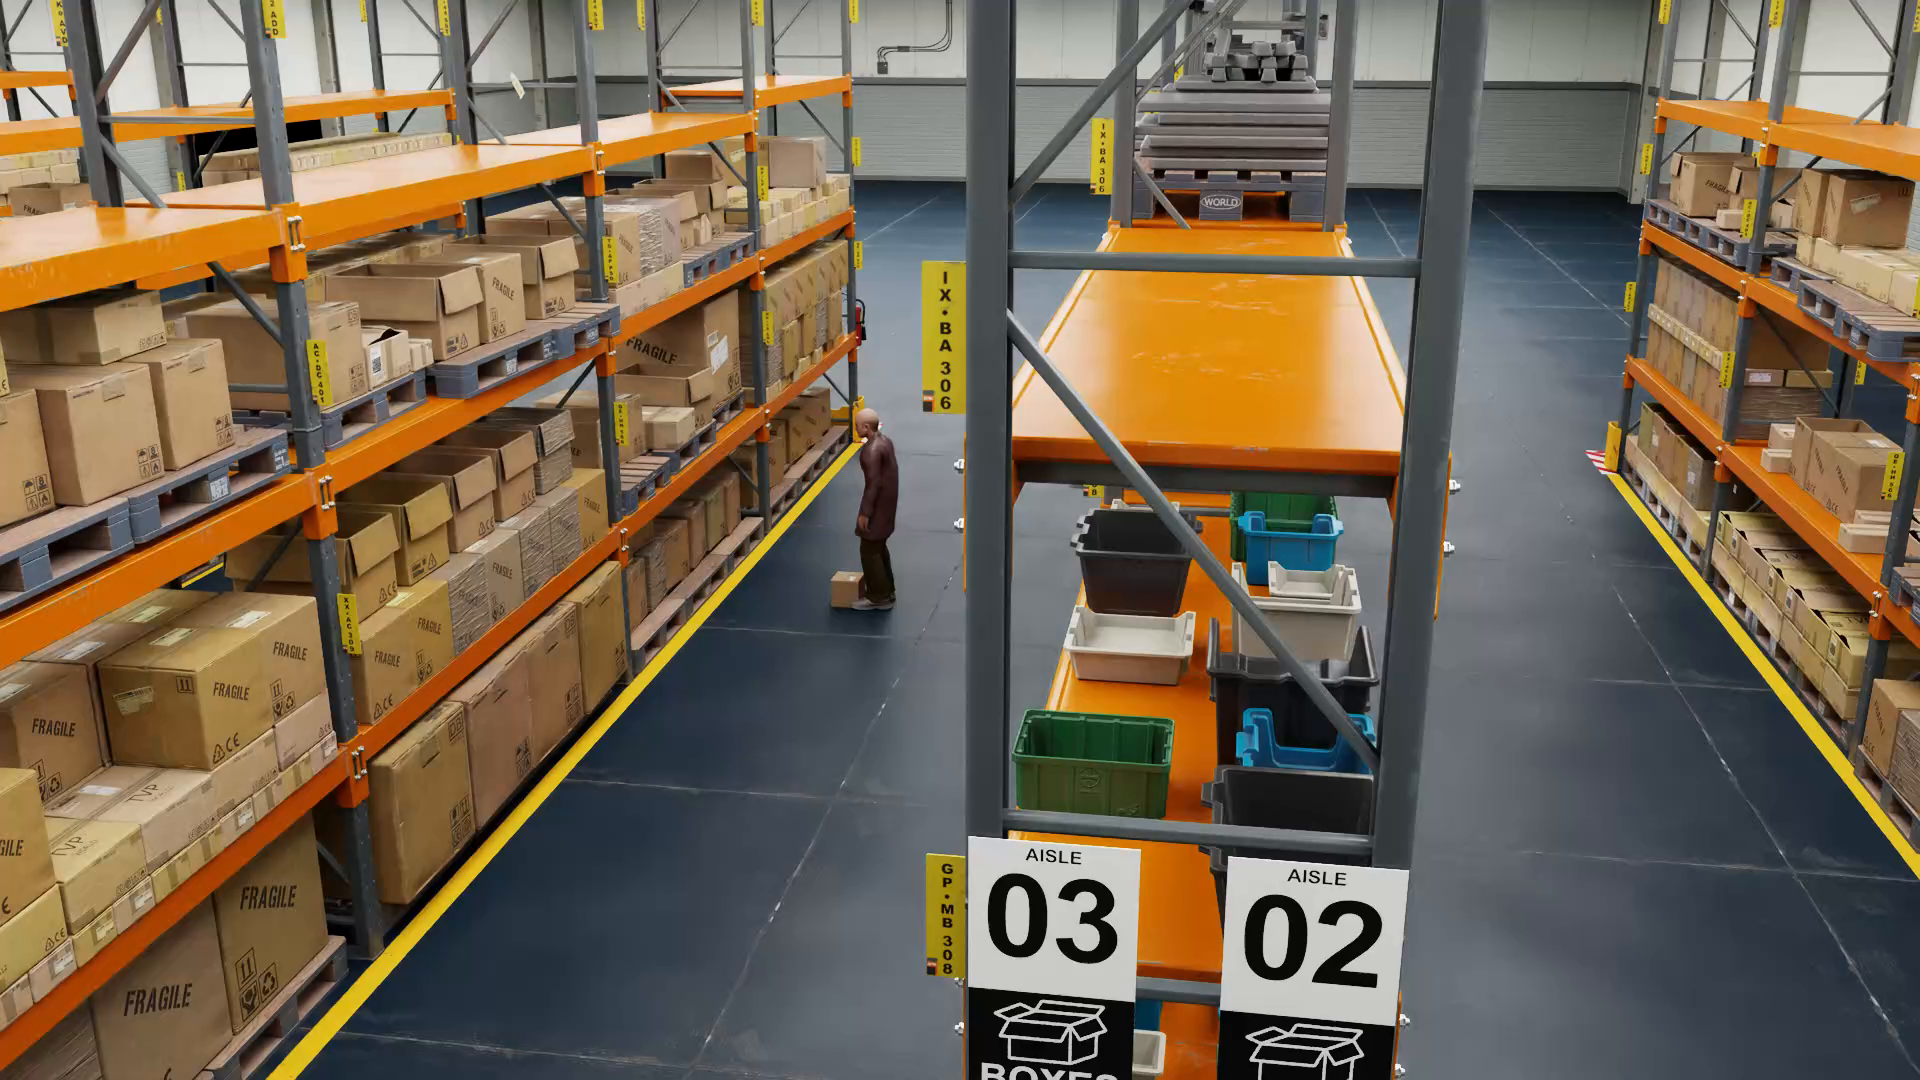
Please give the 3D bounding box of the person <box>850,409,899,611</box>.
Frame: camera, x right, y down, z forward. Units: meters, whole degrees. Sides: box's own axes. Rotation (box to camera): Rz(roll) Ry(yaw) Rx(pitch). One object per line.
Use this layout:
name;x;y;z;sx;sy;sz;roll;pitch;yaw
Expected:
person;-0.744;-0.278;14.465;0.427;1.774;0.644;3;18;9
